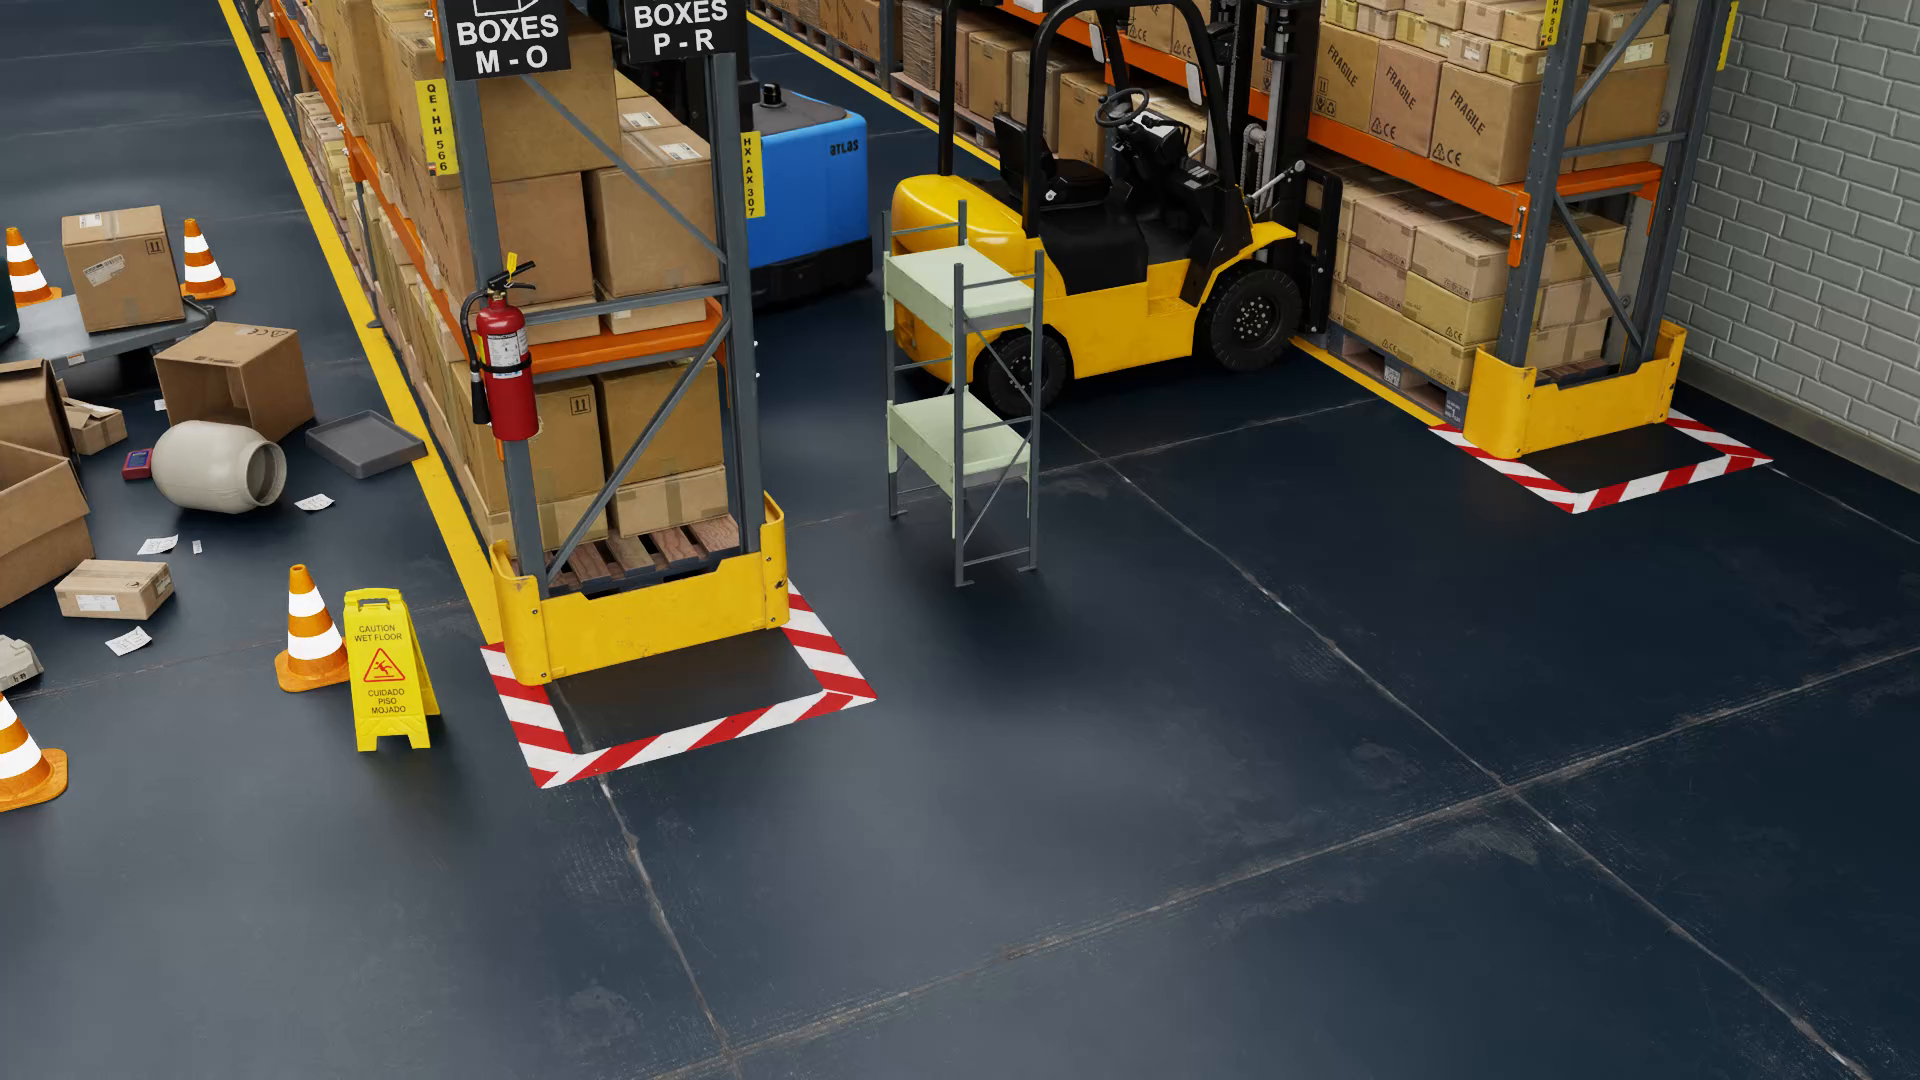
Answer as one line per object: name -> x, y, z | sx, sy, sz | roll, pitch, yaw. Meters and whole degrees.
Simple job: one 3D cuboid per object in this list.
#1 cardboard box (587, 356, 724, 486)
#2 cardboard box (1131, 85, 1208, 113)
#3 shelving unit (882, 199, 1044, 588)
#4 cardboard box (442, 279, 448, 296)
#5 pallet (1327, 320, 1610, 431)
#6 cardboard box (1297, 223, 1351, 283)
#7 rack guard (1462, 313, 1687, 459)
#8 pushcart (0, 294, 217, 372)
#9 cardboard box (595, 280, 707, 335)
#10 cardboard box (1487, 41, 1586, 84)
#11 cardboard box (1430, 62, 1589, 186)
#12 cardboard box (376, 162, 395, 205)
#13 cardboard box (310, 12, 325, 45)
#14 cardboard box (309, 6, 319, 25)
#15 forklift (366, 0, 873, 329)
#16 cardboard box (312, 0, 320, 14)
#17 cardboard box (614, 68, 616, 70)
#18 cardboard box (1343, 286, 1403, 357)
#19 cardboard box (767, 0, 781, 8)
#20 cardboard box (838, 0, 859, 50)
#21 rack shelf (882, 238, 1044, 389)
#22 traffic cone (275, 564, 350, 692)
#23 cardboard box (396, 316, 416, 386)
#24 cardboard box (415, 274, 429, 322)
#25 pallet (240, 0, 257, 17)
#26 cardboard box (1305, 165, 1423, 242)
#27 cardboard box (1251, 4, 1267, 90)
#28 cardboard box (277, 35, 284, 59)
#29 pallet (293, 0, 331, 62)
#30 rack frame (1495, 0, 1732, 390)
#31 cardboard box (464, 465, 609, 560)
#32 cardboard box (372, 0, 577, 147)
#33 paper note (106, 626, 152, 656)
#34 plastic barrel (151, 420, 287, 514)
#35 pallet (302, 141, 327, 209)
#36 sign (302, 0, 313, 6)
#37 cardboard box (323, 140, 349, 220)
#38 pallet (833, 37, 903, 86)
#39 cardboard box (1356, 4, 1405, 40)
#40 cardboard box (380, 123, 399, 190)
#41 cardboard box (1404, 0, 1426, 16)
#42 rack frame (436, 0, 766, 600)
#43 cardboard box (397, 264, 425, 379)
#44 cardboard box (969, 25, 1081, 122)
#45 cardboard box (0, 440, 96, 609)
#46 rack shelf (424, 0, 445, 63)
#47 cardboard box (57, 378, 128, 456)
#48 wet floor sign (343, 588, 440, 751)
cardboard box -> -1.385, -0.610, 7.387 | 0.500, 0.500, 0.500 | -14, 32, -24
cardboard box -> 1.410, -2.826, 11.082 | 0.500, 0.250, 0.500 | -14, 32, -23
shelving unit -> 0.003, -0.651, 7.378 | 0.431, 1.500, 0.755 | -13, 32, -22
cardboard box -> -1.932, -1.092, 6.887 | 0.380, 0.149, 0.250 | -14, 32, -23
pallet -> 2.837, -1.031, 9.373 | 1.003, 0.211, 1.213 | -13, 32, -22
cardboard box -> 2.266, -1.717, 9.616 | 0.500, 0.250, 0.500 | -14, 32, -23
rack guard -> 3.214, -0.818, 8.697 | 1.175, 0.500, 0.348 | -13, 32, -22
pushcart -> -5.033, -0.997, 9.142 | 0.936, 0.377, 1.648 | 26, 38, 38
cardboard box -> -1.237, -0.959, 6.649 | 0.380, 0.149, 0.250 | -13, 32, -22
cardboard box -> 2.801, -2.339, 8.089 | 0.380, 0.149, 0.250 | -13, 32, -21
cardboard box -> 2.755, -2.124, 8.369 | 0.500, 0.500, 0.500 | -14, 32, -23
cardboard box -> -2.609, -1.758, 8.076 | 0.380, 0.149, 0.250 | -13, 32, -22
cardboard box -> -3.706, -3.111, 10.059 | 0.380, 0.149, 0.250 | -14, 32, -23
cardboard box -> -3.615, -3.373, 9.862 | 0.500, 0.500, 0.500 | -13, 32, -22
forklift -> -2.017, -2.660, 9.498 | 3.031, 2.935, 1.130 | -22, 36, -34
cardboard box -> -3.002, -3.011, 8.624 | 0.700, 0.500, 0.500 | -13, 32, -22
cardboard box -> -1.902, -1.991, 7.828 | 0.500, 0.500, 0.500 | -14, 32, -23
cardboard box -> 2.511, -1.265, 9.321 | 0.500, 0.250, 0.500 | -13, 32, -22
cardboard box -> -1.706, -5.818, 17.185 | 0.500, 0.500, 0.500 | -14, 32, -23
cardboard box -> -0.812, -4.910, 15.566 | 0.500, 0.500, 0.500 | -14, 32, -23
rack shelf -> 0.003, -0.992, 7.187 | 0.431, 0.370, 0.720 | -13, 32, -22
traffic cone -> -2.628, 0.313, 6.719 | 0.336, 0.463, 0.334 | -13, 32, -22
cardboard box -> -2.747, -1.075, 8.981 | 0.500, 0.250, 0.500 | -11, 31, -19
cardboard box -> -2.292, -1.144, 7.676 | 0.380, 0.149, 0.250 | -12, 31, -20
pallet -> -7.213, -5.851, 17.969 | 1.003, 0.211, 1.213 | -13, 32, -22
cardboard box -> 2.274, -1.921, 9.469 | 0.500, 0.250, 0.500 | -13, 32, -21
cardboard box -> 1.898, -3.028, 9.981 | 0.500, 0.500, 0.500 | -13, 32, -22
cardboard box -> -5.696, -4.777, 14.946 | 0.875, 0.875, 0.875 | -12, 31, -21
pallet -> -3.826, -3.459, 11.048 | 1.003, 0.211, 1.213 | -13, 32, -22
rack frame -> 3.203, -1.918, 8.104 | 1.000, 3.000, 0.127 | -13, 32, -22
cardboard box -> -1.878, -0.170, 7.368 | 0.500, 0.250, 0.500 | -13, 32, -22
cardboard box -> -1.905, -1.889, 6.623 | 0.700, 0.500, 0.500 | -13, 32, -22
paper note -> -3.482, 0.421, 6.968 | 0.142, 0.019, 0.148 | 26, 38, 38
plastic barrel -> -3.532, -0.345, 7.933 | 0.512, 0.421, 0.421 | 7, 30, 13
pallet -> -4.378, -2.847, 12.611 | 1.003, 0.211, 1.213 | -13, 32, -22
sign -> -3.495, -3.028, 8.900 | 0.100, 0.325, 0.005 | -13, 32, -22
cardboard box -> -3.834, -2.533, 11.458 | 0.950, 0.372, 0.625 | -12, 31, -20
pallet -> -0.517, -4.574, 15.691 | 1.003, 0.211, 1.213 | -13, 32, -22
cardboard box -> 2.355, -2.793, 8.899 | 0.380, 0.149, 0.250 | -14, 32, -24
cardboard box -> -2.383, -1.902, 7.668 | 0.500, 0.500, 0.500 | -13, 32, -21
cardboard box -> 2.549, -2.827, 8.654 | 0.380, 0.149, 0.250 | -13, 32, -22
rack frame -> -1.278, -0.875, 6.243 | 1.000, 3.000, 0.127 | -13, 32, -22
cardboard box -> -2.524, -1.172, 8.388 | 0.500, 0.500, 0.500 | -11, 31, -19
cardboard box -> 0.601, -3.737, 13.346 | 0.875, 0.625, 0.625 | -14, 32, -24
cardboard box -> -4.319, -0.030, 7.289 | 0.637, 0.503, 0.797 | 13, 32, 21
rack shelf -> -2.137, -2.753, 7.261 | 1.077, 0.370, 4.000 | -13, 32, -22
cardboard box -> -4.584, -0.638, 8.617 | 0.396, 0.266, 0.258 | 13, 32, 21
wet floor sign -> -2.163, 0.461, 6.268 | 0.267, 0.644, 0.232 | -3, 29, -5
